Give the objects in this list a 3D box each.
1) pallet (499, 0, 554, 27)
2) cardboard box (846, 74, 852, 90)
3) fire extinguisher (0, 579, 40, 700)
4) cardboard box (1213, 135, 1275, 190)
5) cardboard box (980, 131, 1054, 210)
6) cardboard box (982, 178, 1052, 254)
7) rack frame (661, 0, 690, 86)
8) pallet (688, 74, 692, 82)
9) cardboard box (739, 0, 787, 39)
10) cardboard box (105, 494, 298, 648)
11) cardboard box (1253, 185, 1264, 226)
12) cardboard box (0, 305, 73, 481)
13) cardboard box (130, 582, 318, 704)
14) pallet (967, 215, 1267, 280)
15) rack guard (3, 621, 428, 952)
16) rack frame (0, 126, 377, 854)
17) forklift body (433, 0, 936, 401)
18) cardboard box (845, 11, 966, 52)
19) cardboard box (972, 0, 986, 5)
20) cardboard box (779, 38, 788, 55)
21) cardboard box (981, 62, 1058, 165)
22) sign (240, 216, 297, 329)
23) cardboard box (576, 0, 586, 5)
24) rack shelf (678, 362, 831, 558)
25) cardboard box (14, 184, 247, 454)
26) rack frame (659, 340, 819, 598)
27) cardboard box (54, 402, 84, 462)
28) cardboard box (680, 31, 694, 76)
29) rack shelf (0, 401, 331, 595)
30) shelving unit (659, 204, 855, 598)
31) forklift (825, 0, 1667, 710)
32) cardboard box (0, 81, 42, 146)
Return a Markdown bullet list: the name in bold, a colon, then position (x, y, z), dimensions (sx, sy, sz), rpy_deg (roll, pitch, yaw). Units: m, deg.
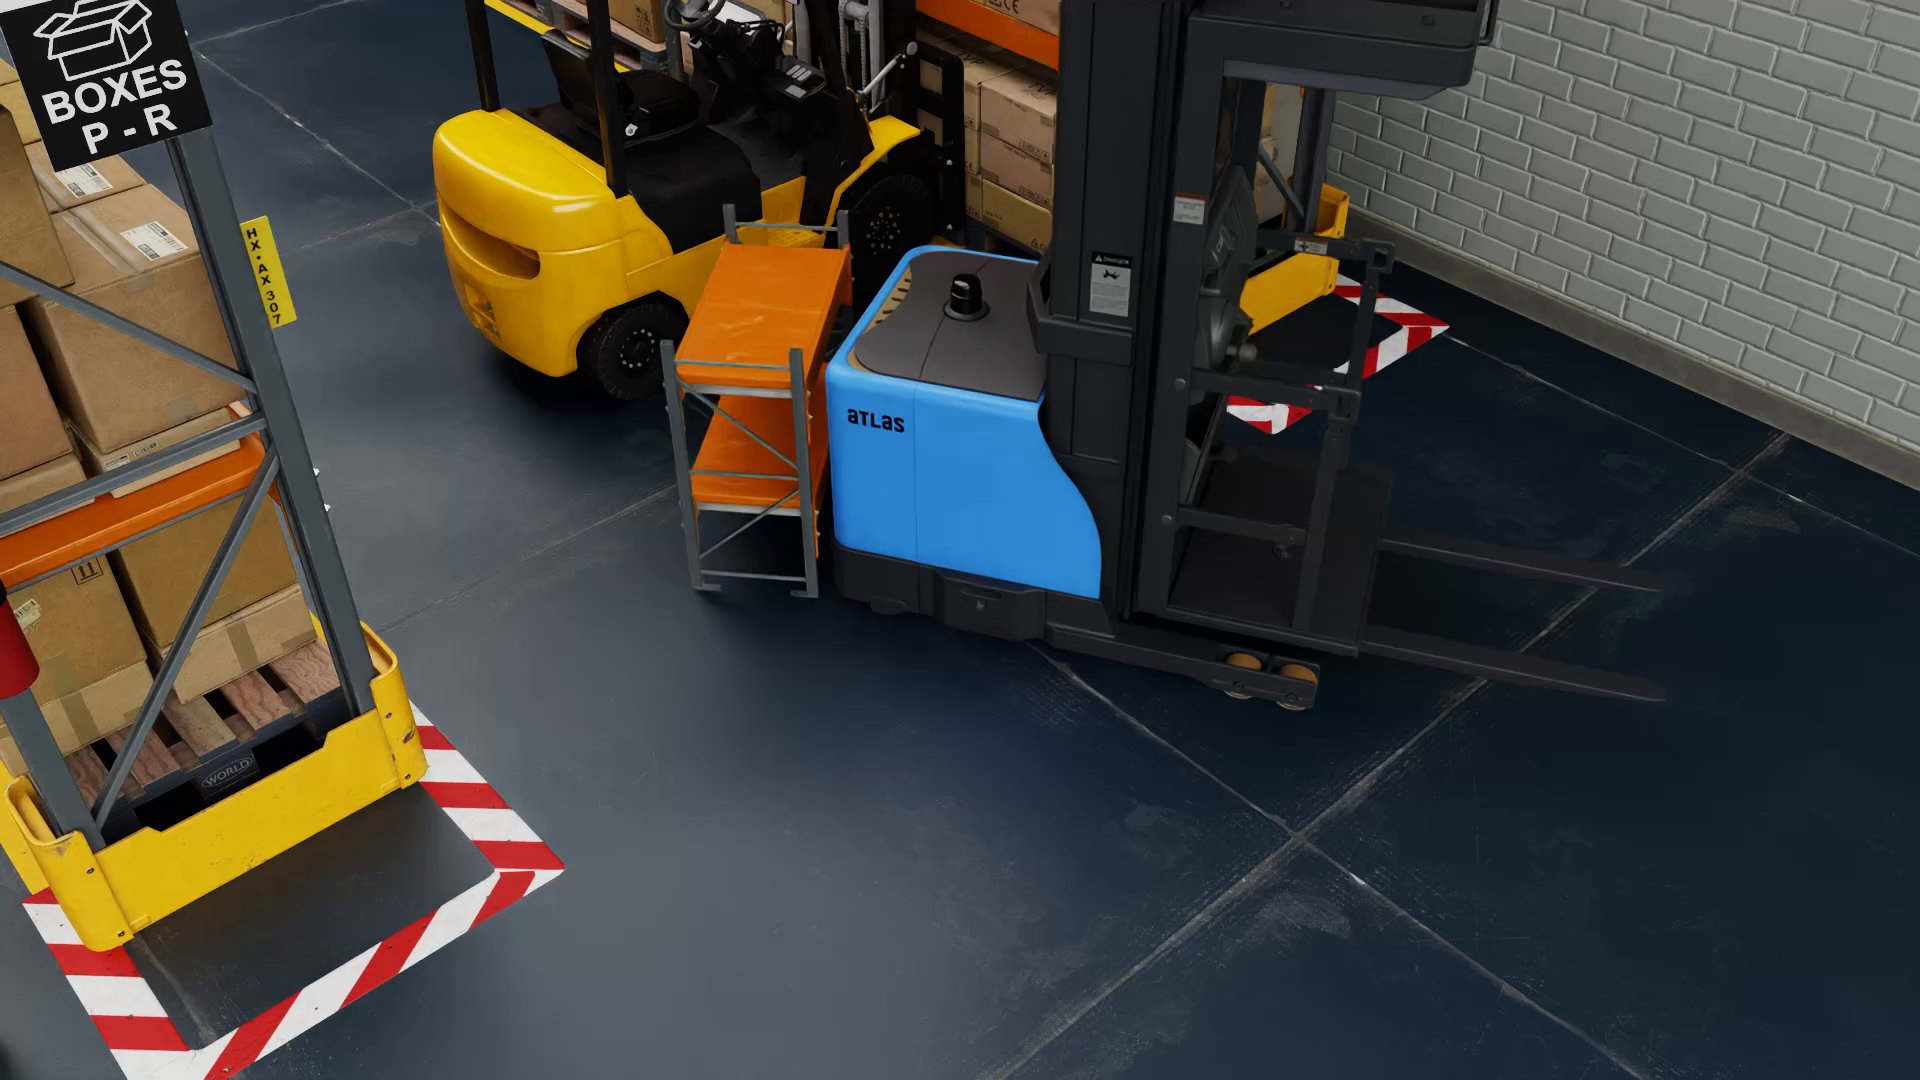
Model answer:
- **pallet**: position (-2.722, -3.930, 11.448), dimensions (1.003, 0.211, 1.213), rpy_deg (-30, 48, -32)
- **cardboard box**: position (-0.251, -2.354, 8.734), dimensions (0.500, 0.250, 0.500), rpy_deg (-30, 48, -32)
- **fire extinguisher**: position (-2.576, 0.116, 4.281), dimensions (0.296, 0.674, 0.183), rpy_deg (-30, 48, -32)
- **cardboard box**: position (1.175, -1.868, 8.132), dimensions (0.500, 0.250, 0.500), rpy_deg (-29, 47, -31)
- **cardboard box**: position (0.449, -1.891, 8.161), dimensions (0.500, 0.250, 0.500), rpy_deg (-30, 48, -32)
- **cardboard box**: position (0.460, -1.685, 8.303), dimensions (0.500, 0.250, 0.500), rpy_deg (-30, 48, -32)
- **rack frame**: position (-1.366, -4.125, 9.470), dimensions (1.000, 3.000, 0.127), rpy_deg (-30, 48, -32)
- **pallet**: position (-0.859, -2.655, 9.869), dimensions (1.003, 0.211, 1.213), rpy_deg (-30, 48, -32)
- **cardboard box**: position (-0.931, -3.010, 9.148), dimensions (0.500, 0.250, 0.500), rpy_deg (-30, 48, -32)
- **cardboard box**: position (-2.672, -0.050, 5.682), dimensions (0.500, 0.500, 0.500), rpy_deg (-32, 49, -33)
- **cardboard box**: position (1.152, -1.678, 8.295), dimensions (0.500, 0.250, 0.500), rpy_deg (-30, 48, -32)
- **cardboard box**: position (-2.884, -0.452, 4.606), dimensions (0.500, 0.500, 0.500), rpy_deg (-31, 48, -32)
- **cardboard box**: position (-2.656, 0.253, 5.904), dimensions (0.500, 0.250, 0.500), rpy_deg (-30, 48, -32)
- **pallet**: position (0.792, -1.525, 8.471), dimensions (1.003, 0.211, 1.213), rpy_deg (-30, 48, -32)
- **rack guard**: position (-2.365, 0.774, 5.393), dimensions (1.175, 0.500, 0.348), rpy_deg (-30, 48, -32)
- **rack frame**: position (-2.314, -0.163, 4.564), dimensions (1.000, 3.000, 0.127), rpy_deg (-30, 48, -32)
- **forklift body**: position (-1.287, -2.046, 7.572), dimensions (2.313, 2.155, 1.214), rpy_deg (-30, 48, -32)
- **cardboard box**: position (-0.237, -2.538, 8.564), dimensions (0.500, 0.250, 0.500), rpy_deg (-31, 48, -33)
- **cardboard box**: position (0.123, -2.910, 7.886), dimensions (0.500, 0.500, 0.500), rpy_deg (-31, 48, -32)
- **cardboard box**: position (-0.924, -2.826, 9.318), dimensions (0.500, 0.250, 0.500), rpy_deg (-30, 48, -32)
- **cardboard box**: position (0.449, -2.071, 7.985), dimensions (0.500, 0.250, 0.500), rpy_deg (-29, 47, -31)
- **sign**: position (-1.914, -0.730, 4.578), dimensions (0.100, 0.325, 0.005), rpy_deg (-30, 48, -32)
- **cardboard box**: position (-2.246, -3.964, 10.826), dimensions (0.875, 0.625, 0.625), rpy_deg (-30, 48, -32)
- **rack shelf**: position (-0.746, -0.366, 6.697), dimensions (0.538, 0.278, 1.000), rpy_deg (4, 39, 5)
- **cardboard box**: position (-2.430, -0.655, 4.857), dimensions (0.500, 0.500, 0.500), rpy_deg (-31, 48, -32)
- **rack frame**: position (-0.800, -0.239, 6.150), dimensions (0.500, 1.125, 0.032), rpy_deg (4, 39, 5)
- **cardboard box**: position (-2.573, -0.421, 5.084), dimensions (0.380, 0.149, 0.250), rpy_deg (-29, 47, -31)
- **cardboard box**: position (-1.282, -2.854, 9.751), dimensions (0.500, 0.250, 0.500), rpy_deg (-29, 47, -31)
- **rack shelf**: position (-3.667, -0.809, 5.937), dimensions (1.077, 0.370, 4.000), rpy_deg (-30, 48, -32)
- **shelving unit**: position (-0.746, -0.556, 6.543), dimensions (0.538, 1.125, 1.048), rpy_deg (4, 39, 5)
- **forklift**: position (1.086, -0.903, 5.536), dimensions (3.031, 2.935, 1.130), rpy_deg (11, 40, 14)
- **cardboard box**: position (-3.128, -1.128, 5.443), dimensions (0.500, 0.500, 0.500), rpy_deg (-31, 48, -33)
